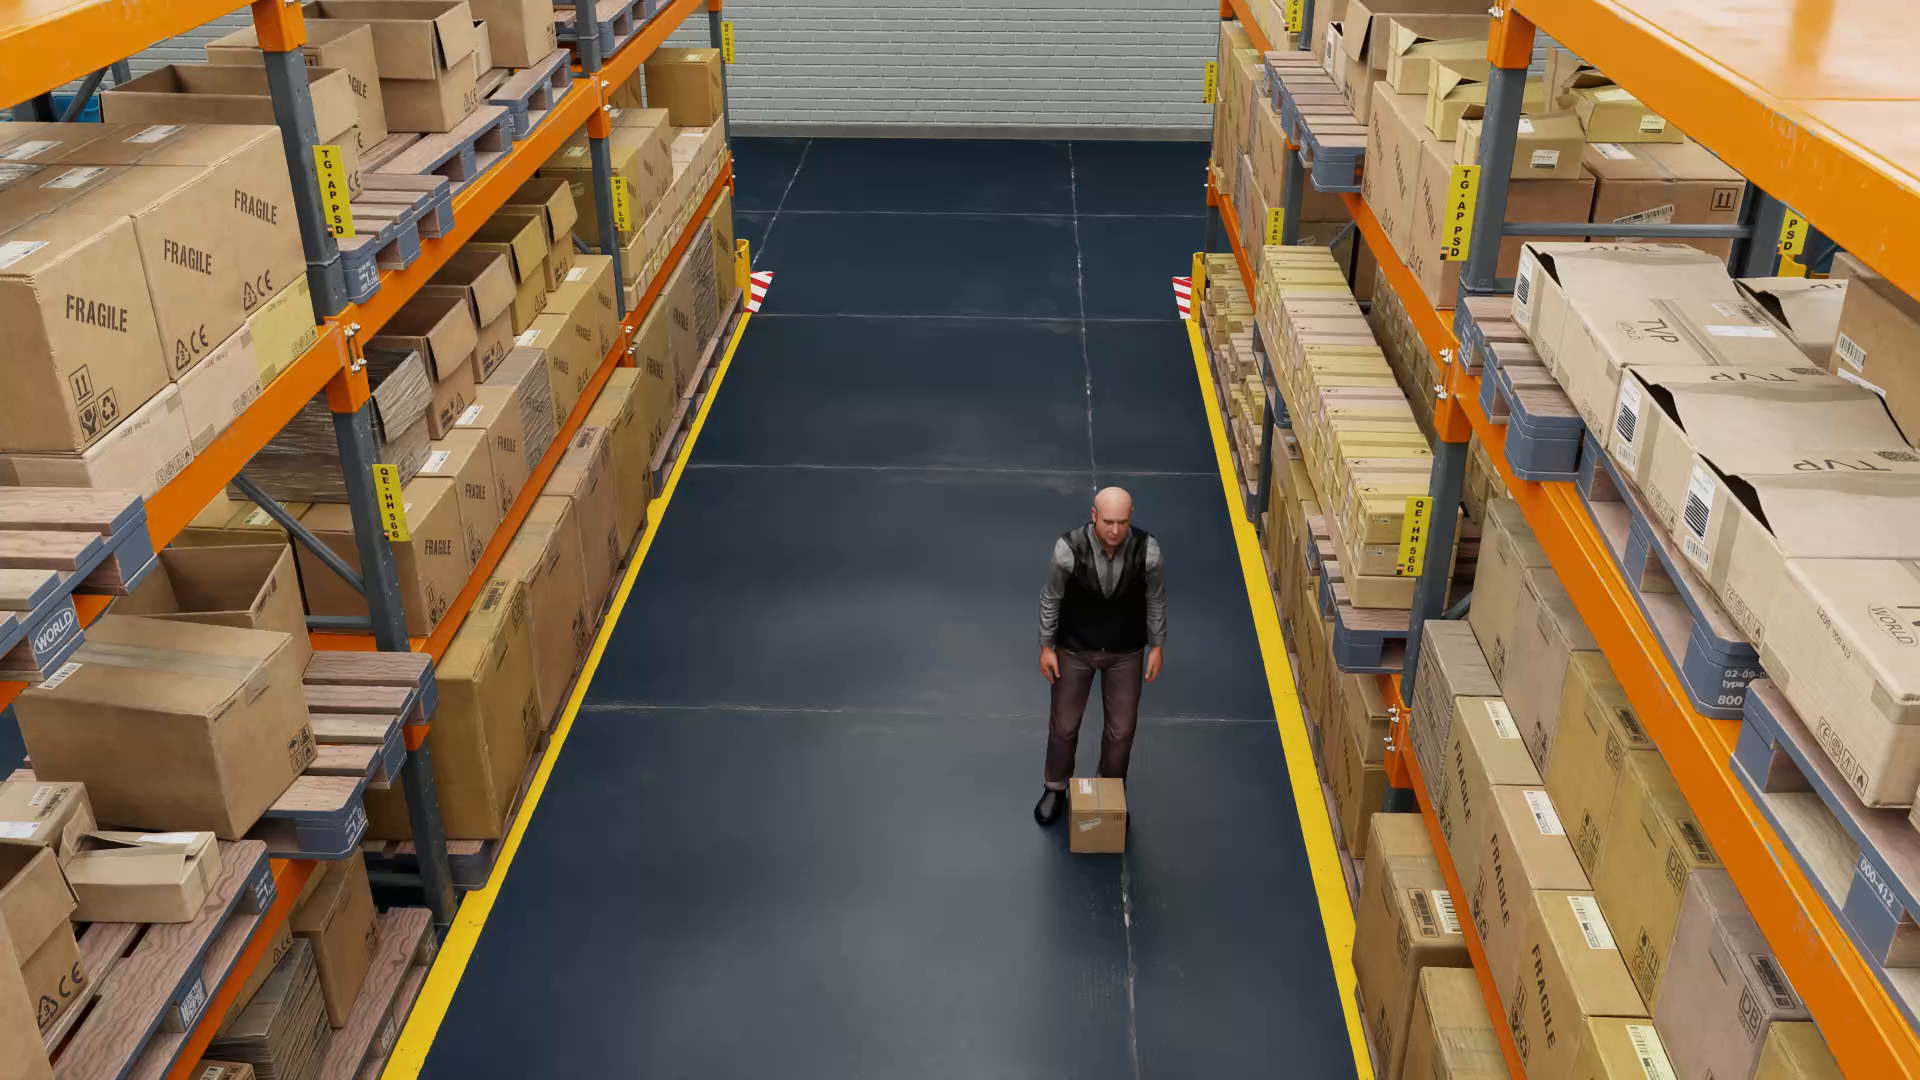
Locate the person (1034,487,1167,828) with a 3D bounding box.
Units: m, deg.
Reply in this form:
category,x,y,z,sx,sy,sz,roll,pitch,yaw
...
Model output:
category,x,y,z,sx,sy,sz,roll,pitch,yaw
person,0.650,0.519,7.661,0.592,1.722,0.466,0,28,0
